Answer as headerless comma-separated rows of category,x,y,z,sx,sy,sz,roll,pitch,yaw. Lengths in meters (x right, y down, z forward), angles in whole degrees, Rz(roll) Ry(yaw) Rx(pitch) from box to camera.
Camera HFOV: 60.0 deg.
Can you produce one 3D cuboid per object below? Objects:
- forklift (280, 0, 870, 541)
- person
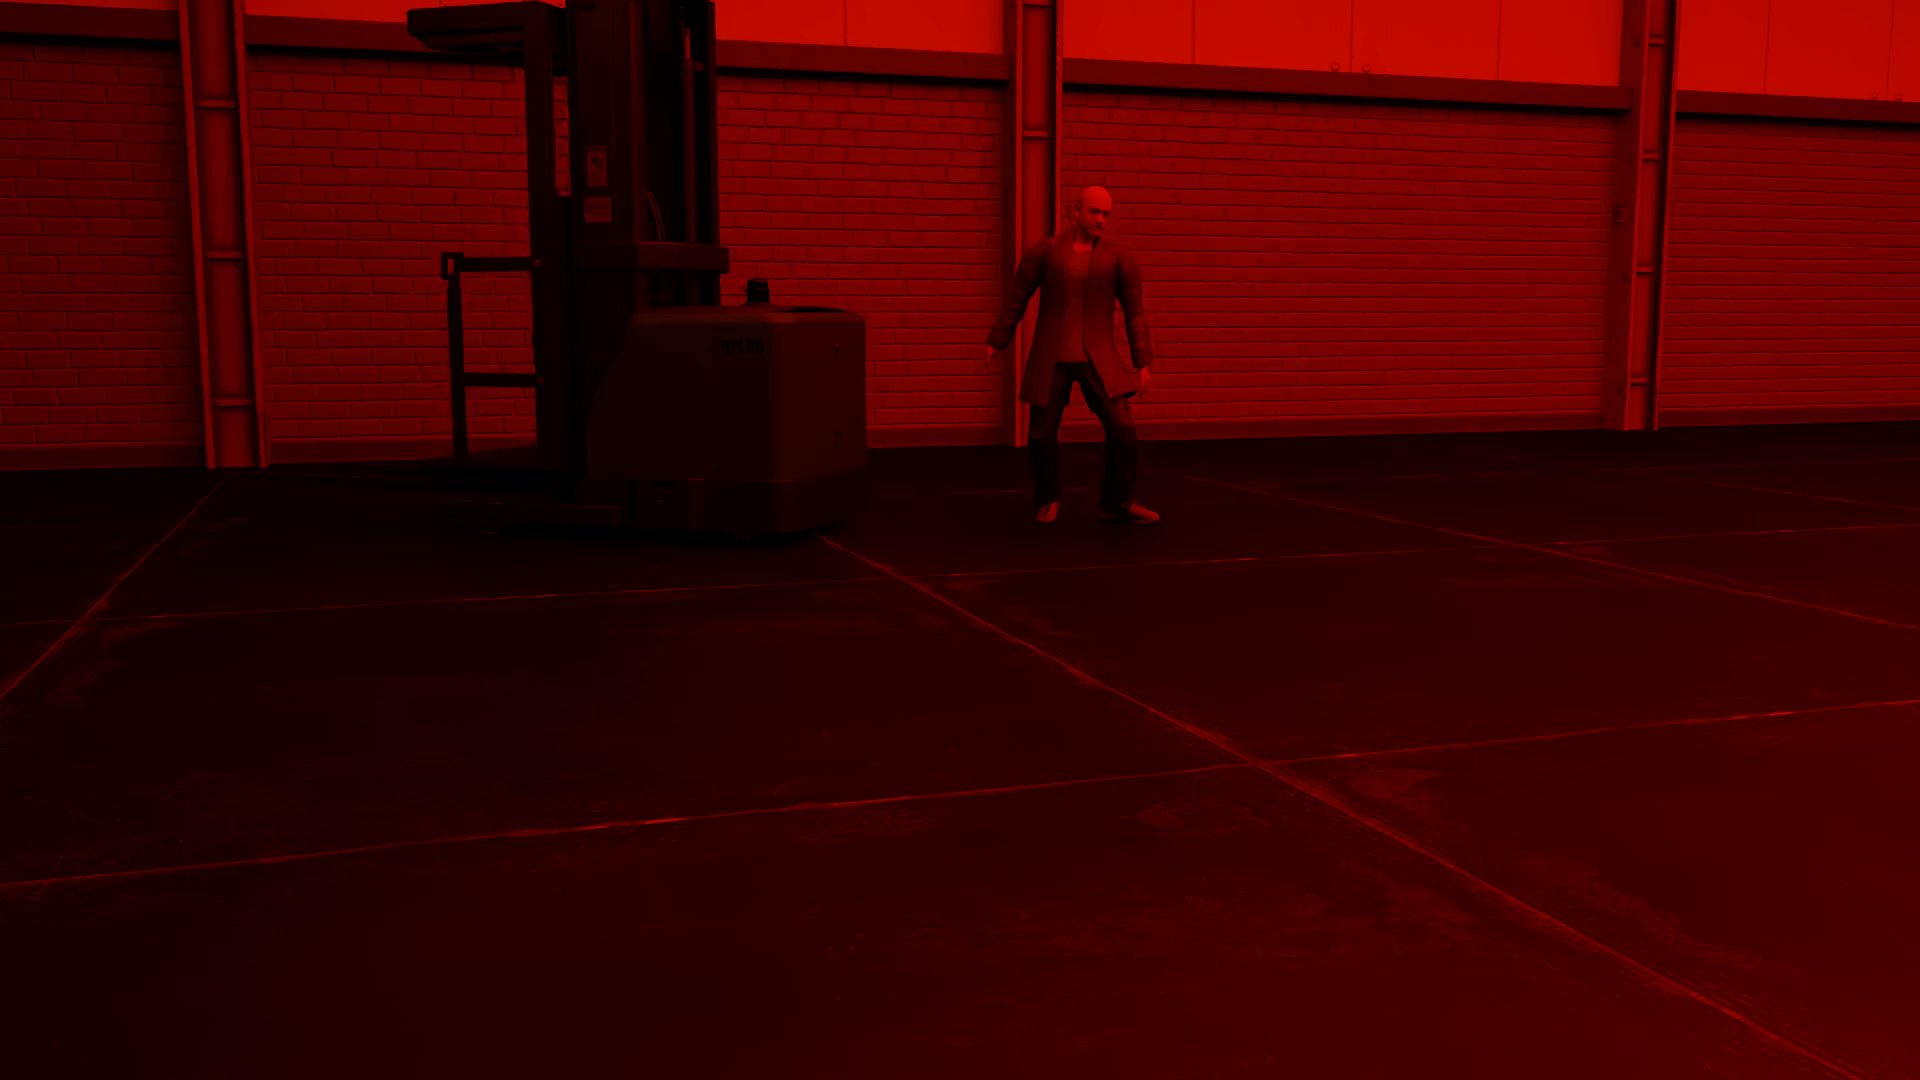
forklift,-2.033,-1.541,8.379,3.031,2.935,1.130,3,8,19
person,0.581,-0.917,8.555,0.935,1.754,0.571,2,8,11
